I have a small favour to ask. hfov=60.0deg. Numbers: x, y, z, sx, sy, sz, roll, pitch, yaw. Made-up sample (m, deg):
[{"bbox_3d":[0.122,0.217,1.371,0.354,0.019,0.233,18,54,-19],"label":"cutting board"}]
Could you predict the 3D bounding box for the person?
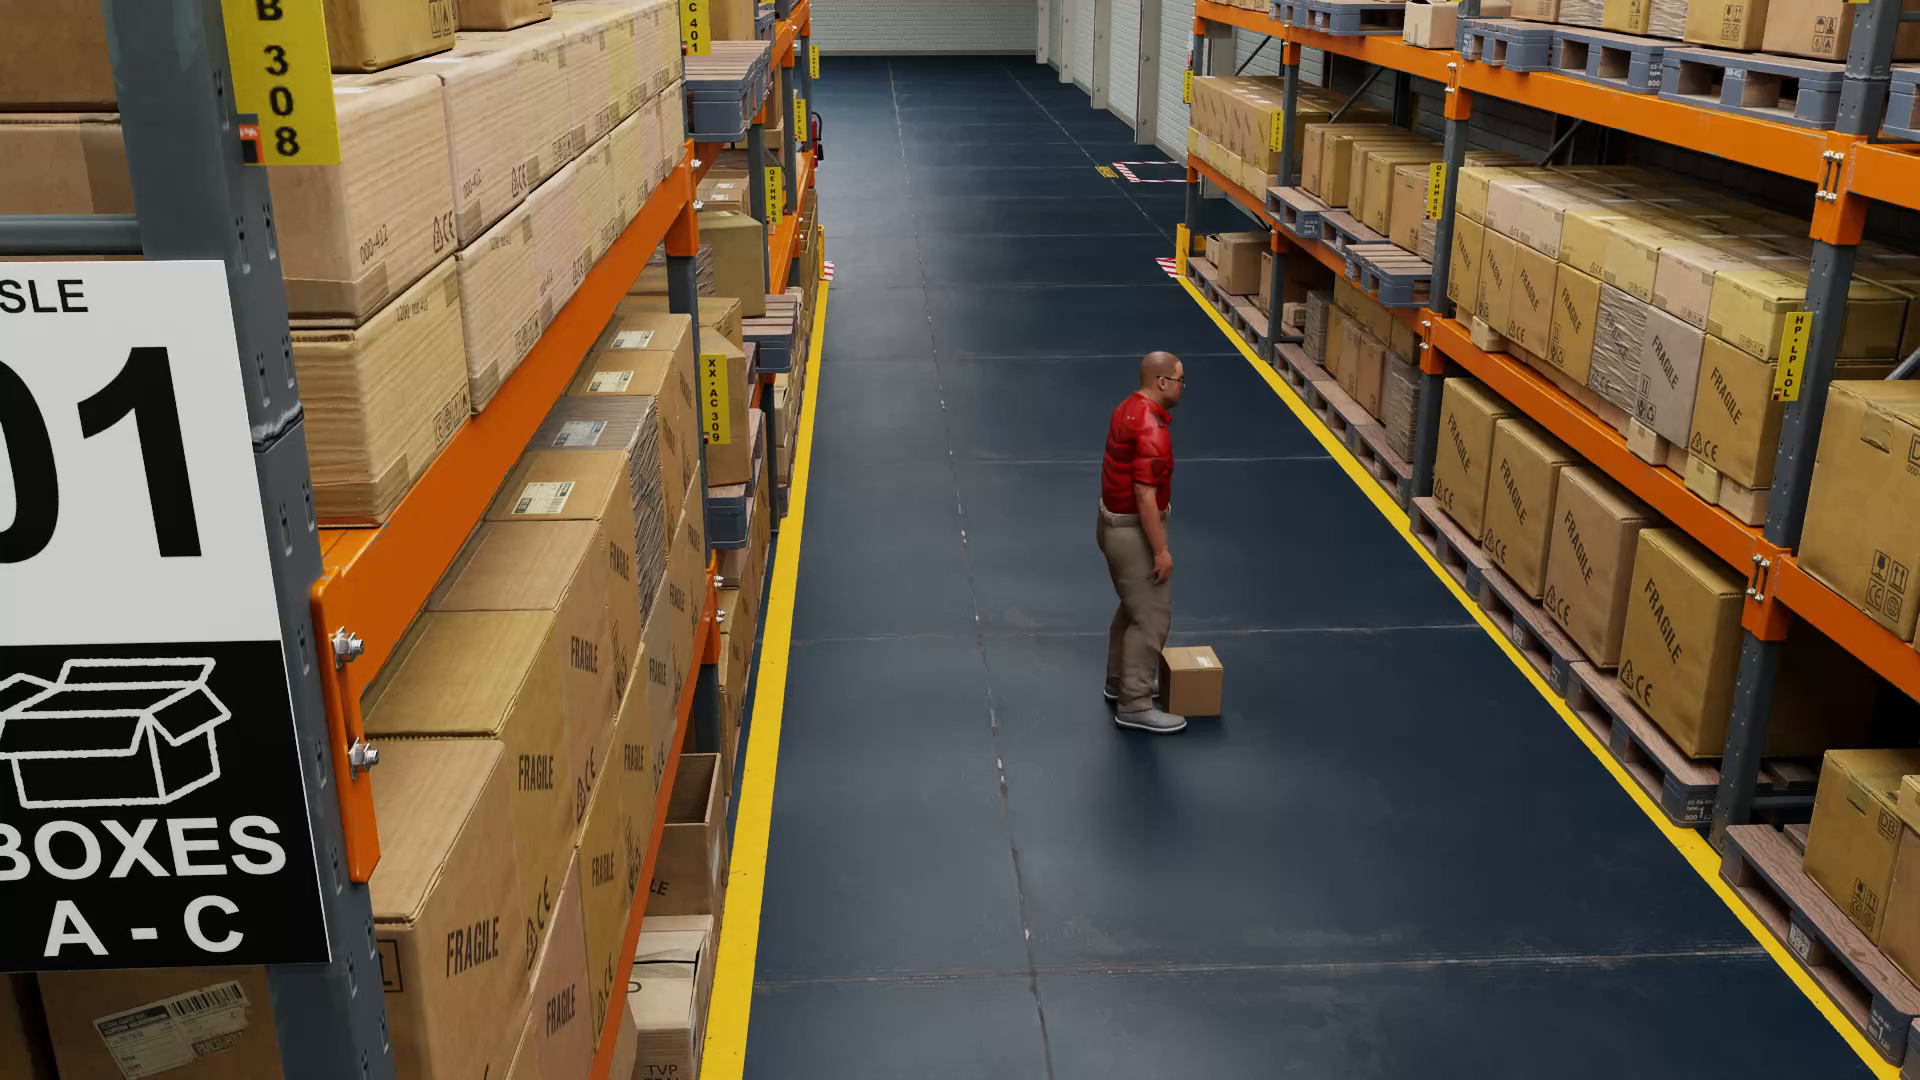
[{"bbox_3d":[0.836,-0.013,7.631,0.394,1.726,0.604,-2,20,-6],"label":"person"}]
